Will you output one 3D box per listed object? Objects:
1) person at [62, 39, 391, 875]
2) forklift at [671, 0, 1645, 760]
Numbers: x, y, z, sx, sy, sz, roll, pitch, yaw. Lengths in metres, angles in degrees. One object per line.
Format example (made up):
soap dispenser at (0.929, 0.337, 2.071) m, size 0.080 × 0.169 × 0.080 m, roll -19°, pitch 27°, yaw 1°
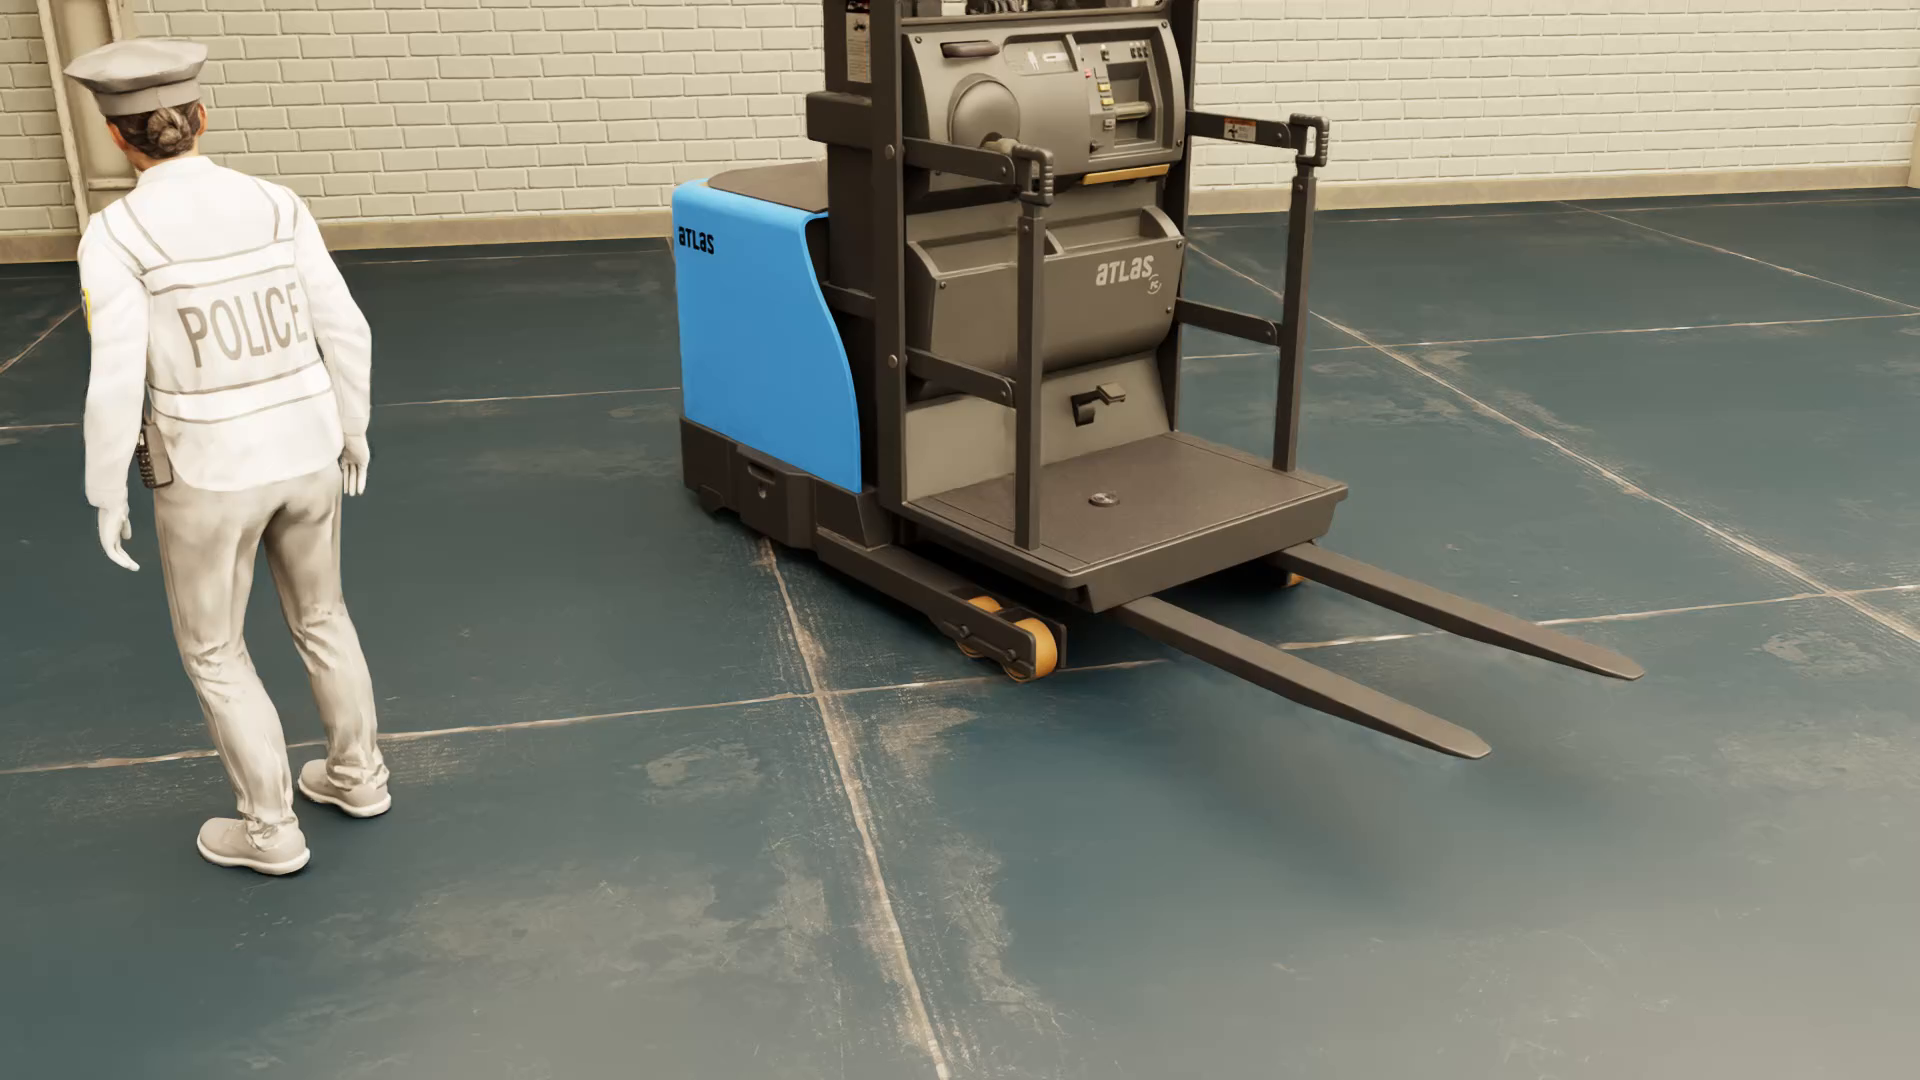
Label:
person at (-1.446, -0.132, 3.322) m, size 0.396 × 1.661 × 0.591 m, roll 15°, pitch 26°, yaw 34°
forklift at (0.387, -1.199, 4.331) m, size 1.130 × 2.935 × 3.031 m, roll -16°, pitch 26°, yaw -36°
